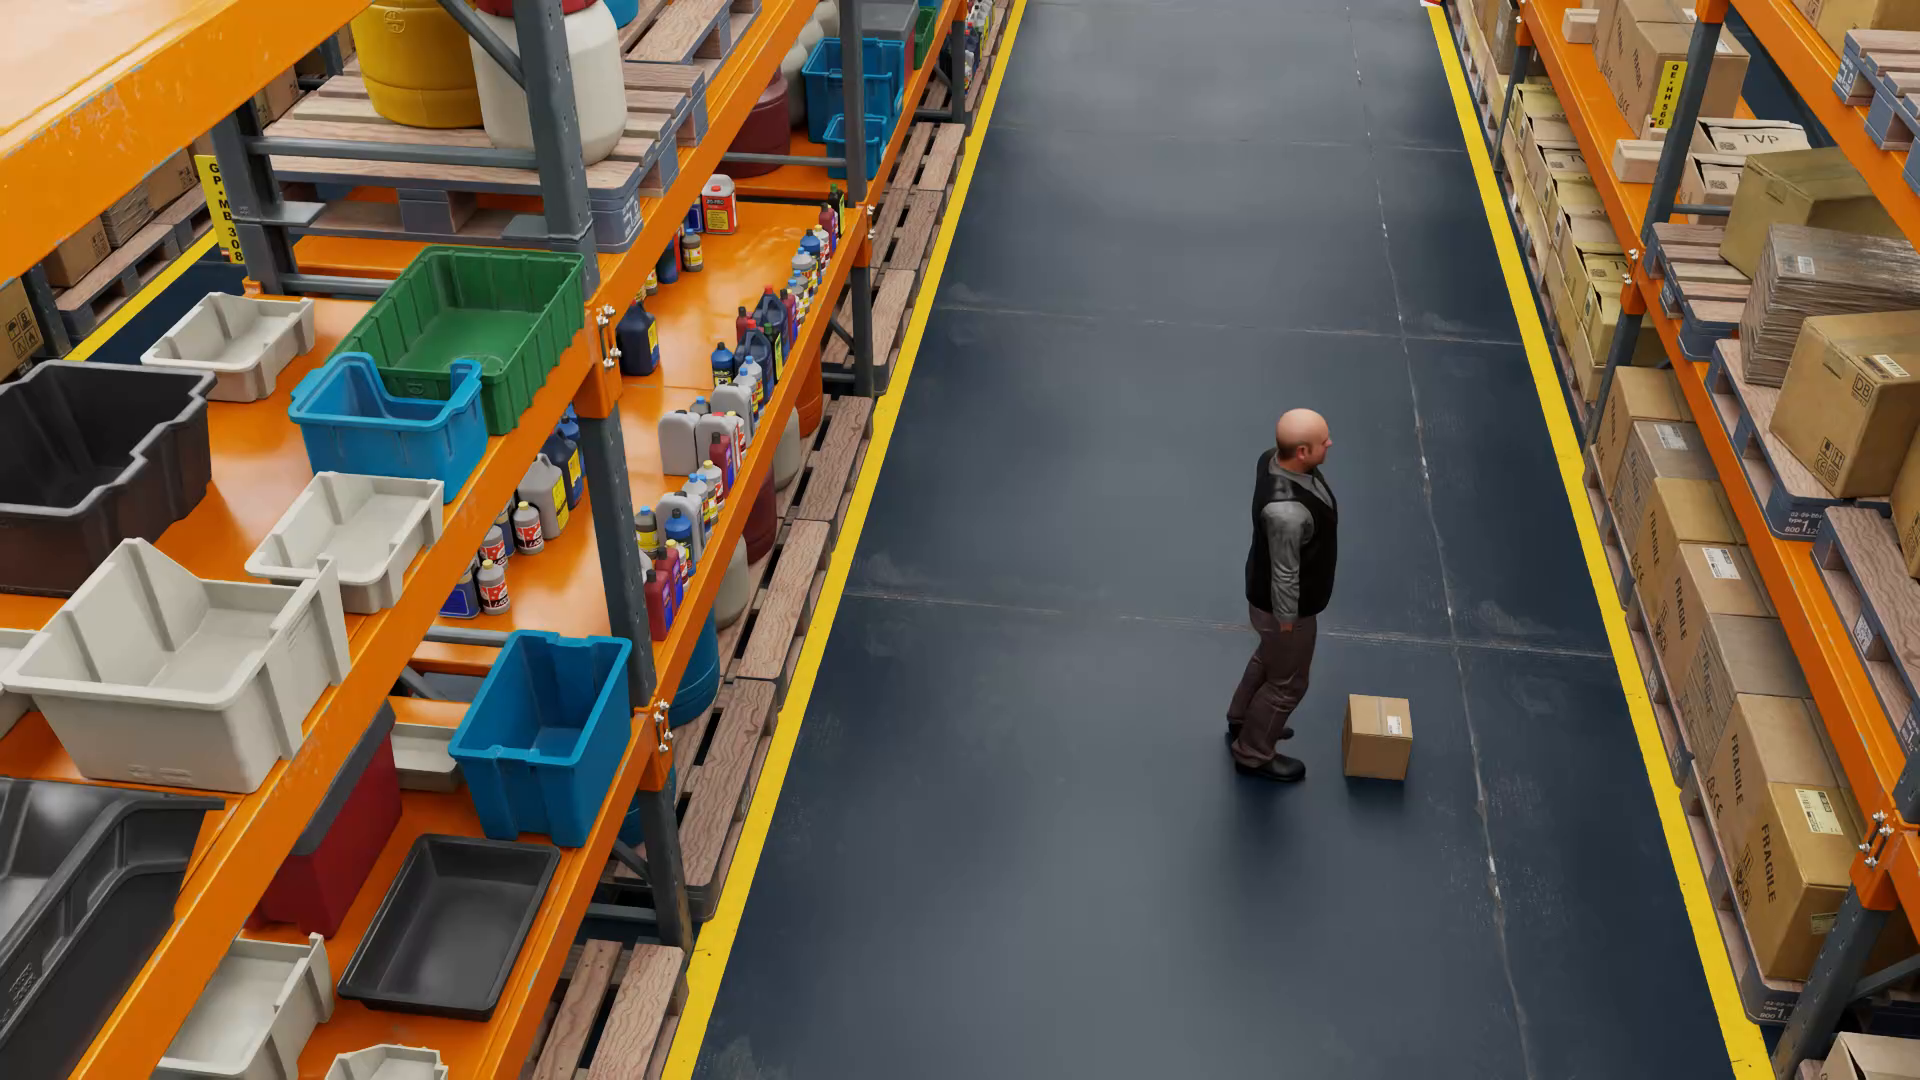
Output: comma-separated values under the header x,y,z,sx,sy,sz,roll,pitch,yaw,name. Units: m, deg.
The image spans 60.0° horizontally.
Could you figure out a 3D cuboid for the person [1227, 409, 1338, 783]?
x,y,z,sx,sy,sz,roll,pitch,yaw,name
1.329,0.222,6.785,0.361,1.740,0.531,5,36,7,person
